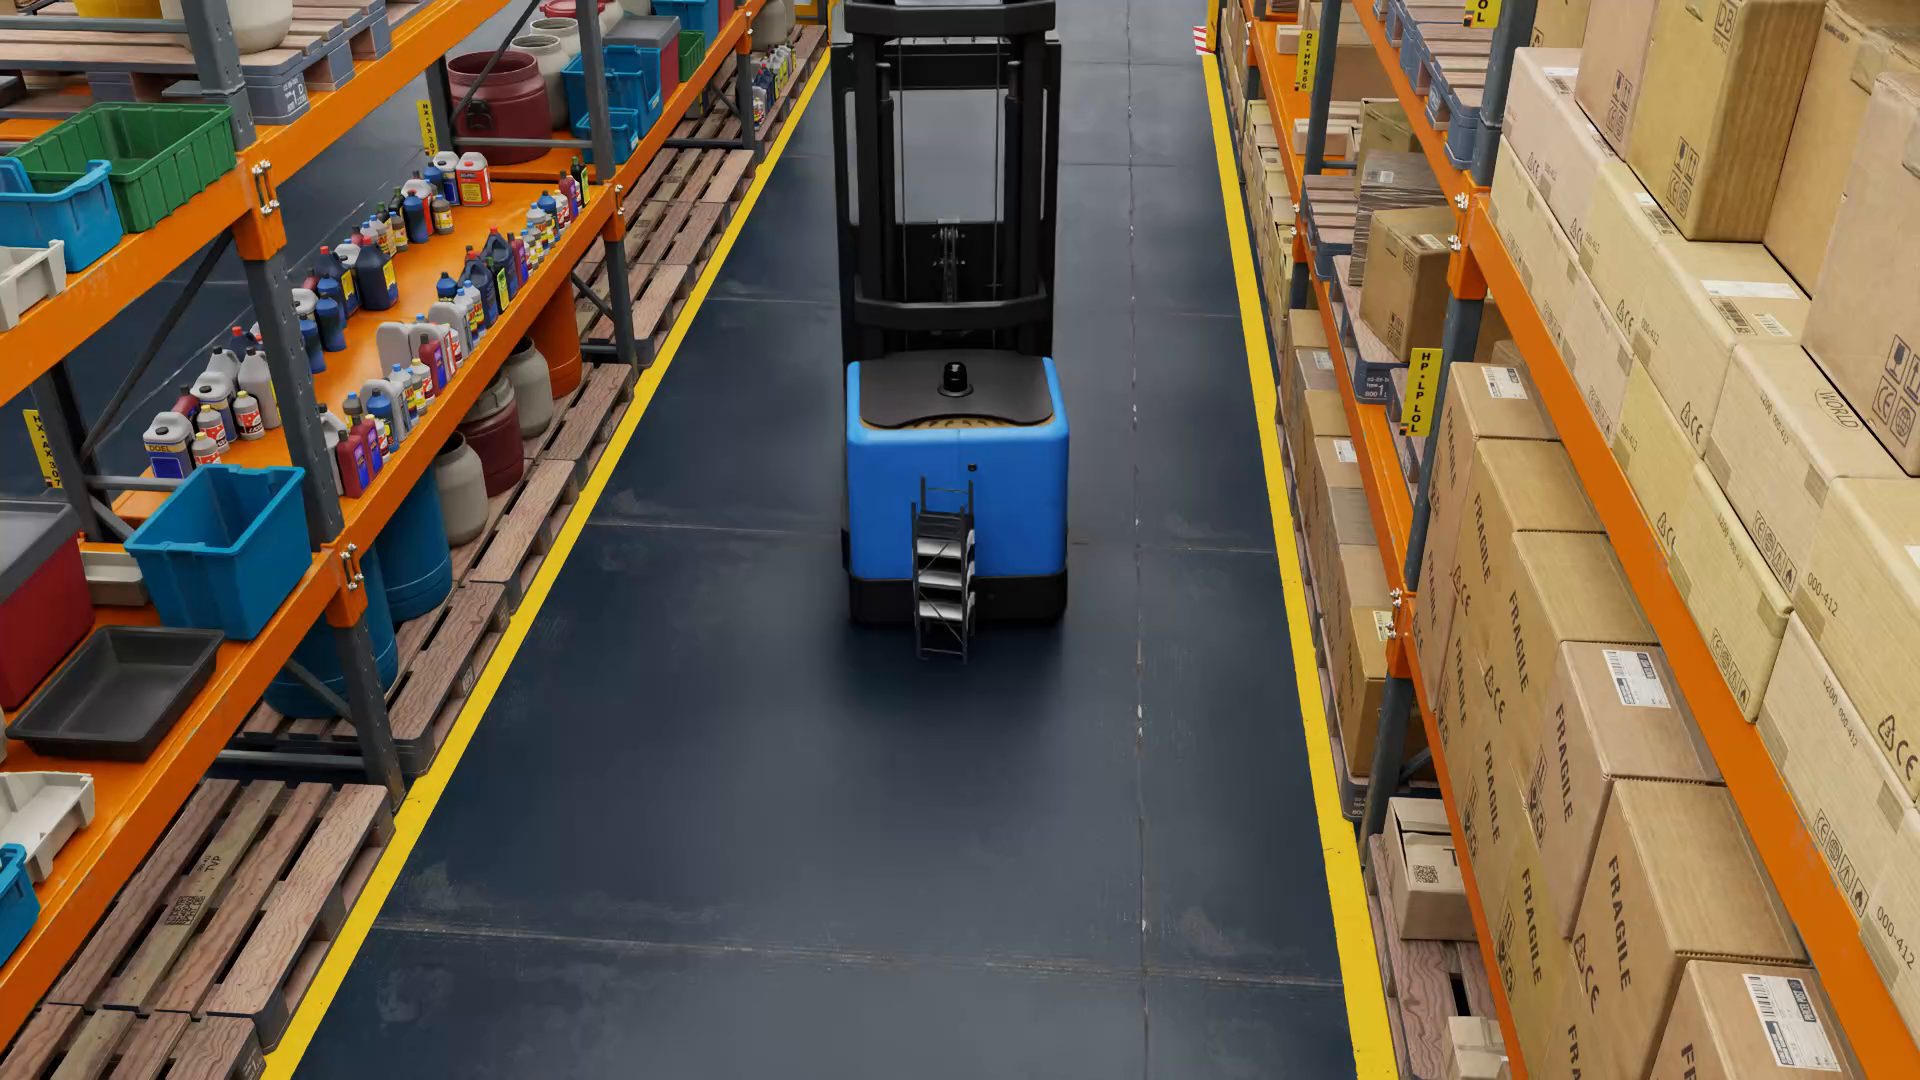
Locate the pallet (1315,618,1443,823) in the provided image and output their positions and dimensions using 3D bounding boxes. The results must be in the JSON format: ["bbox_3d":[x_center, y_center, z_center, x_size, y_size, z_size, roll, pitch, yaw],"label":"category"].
[{"bbox_3d":[2.130,0.781,7.282,1.003,0.211,1.213,2,32,4],"label":"pallet"}]

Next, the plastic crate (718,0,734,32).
[{"bbox_3d":[-1.918,-4.137,12.543,0.402,0.464,0.583,2,32,4],"label":"plastic crate"}]

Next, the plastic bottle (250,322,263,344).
[{"bbox_3d":[-3.054,-0.815,7.331,0.152,0.276,0.135,2,32,4],"label":"plastic bottle"}]

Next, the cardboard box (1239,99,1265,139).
[{"bbox_3d":[2.573,-3.422,13.665,0.500,0.250,0.500,2,32,4],"label":"cardboard box"}]

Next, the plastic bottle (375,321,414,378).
[{"bbox_3d":[-2.494,-0.856,7.399,0.152,0.276,0.135,2,32,4],"label":"plastic bottle"}]

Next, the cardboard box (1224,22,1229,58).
[{"bbox_3d":[2.776,-4.730,15.786,0.500,0.250,0.500,2,32,4],"label":"cardboard box"}]

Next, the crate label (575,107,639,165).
[{"bbox_3d":[-2.102,-2.417,9.973,0.303,0.233,0.416,2,32,4],"label":"crate label"}]

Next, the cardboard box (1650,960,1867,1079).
[{"bbox_3d":[1.578,1.136,3.000,0.500,0.500,0.500,3,32,5],"label":"cardboard box"}]

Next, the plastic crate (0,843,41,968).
[{"bbox_3d":[-2.681,0.984,4.396,0.416,0.233,0.300,2,32,4],"label":"plastic crate"}]

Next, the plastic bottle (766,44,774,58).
[{"bbox_3d":[-1.725,-4.393,15.189,0.061,0.283,0.133,2,32,4],"label":"plastic bottle"}]

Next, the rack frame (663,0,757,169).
[{"bbox_3d":[-2.184,-4.376,12.992,1.000,3.000,0.127,2,32,4],"label":"rack frame"}]

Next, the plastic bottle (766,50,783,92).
[{"bbox_3d":[-1.655,-4.161,14.748,0.144,0.351,0.185,2,32,4],"label":"plastic bottle"}]

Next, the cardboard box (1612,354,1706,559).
[{"bbox_3d":[1.691,-0.164,3.441,0.500,0.250,0.500,2,32,4],"label":"cardboard box"}]

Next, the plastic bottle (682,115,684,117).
[{"bbox_3d":[-2.419,-3.785,14.138,0.144,0.351,0.185,2,32,3],"label":"plastic bottle"}]

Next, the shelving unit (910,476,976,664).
[{"bbox_3d":[-0.072,0.148,7.638,0.258,0.900,0.210,6,37,9],"label":"shelving unit"}]

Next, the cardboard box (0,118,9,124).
[{"bbox_3d":[-7.294,-2.849,12.478,0.700,0.500,0.500,0,32,0],"label":"cardboard box"}]

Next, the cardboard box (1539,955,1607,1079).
[{"bbox_3d":[1.626,1.292,3.699,0.500,0.500,0.500,3,32,4],"label":"cardboard box"}]

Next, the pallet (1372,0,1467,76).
[{"bbox_3d":[2.306,-2.057,6.548,1.213,0.211,1.003,2,32,4],"label":"pallet"}]

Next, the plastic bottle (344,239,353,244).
[{"bbox_3d":[-2.998,-1.354,8.210,0.097,0.271,0.097,0,32,0],"label":"plastic bottle"}]

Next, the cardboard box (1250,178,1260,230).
[{"bbox_3d":[2.391,-2.432,12.058,0.500,0.250,0.500,2,32,2],"label":"cardboard box"}]

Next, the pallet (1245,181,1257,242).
[{"bbox_3d":[2.732,-2.588,12.749,1.003,0.211,1.213,2,32,4],"label":"pallet"}]

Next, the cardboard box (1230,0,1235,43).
[{"bbox_3d":[2.746,-4.787,15.164,0.500,0.500,0.500,2,32,4],"label":"cardboard box"}]

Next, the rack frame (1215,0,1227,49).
[{"bbox_3d":[3.078,-6.254,16.039,1.000,3.000,0.127,2,32,4],"label":"rack frame"}]

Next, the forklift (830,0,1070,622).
[{"bbox_3d":[-0.081,-1.595,8.545,1.130,2.935,3.031,-2,32,-3],"label":"forklift"}]

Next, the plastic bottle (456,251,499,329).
[{"bbox_3d":[-2.291,-1.188,7.866,0.144,0.351,0.185,2,32,4],"label":"plastic bottle"}]

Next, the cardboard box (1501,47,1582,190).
[{"bbox_3d":[1.814,-1.161,4.583,0.500,0.250,0.500,2,32,4],"label":"cardboard box"}]

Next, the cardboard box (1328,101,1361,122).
[{"bbox_3d":[2.475,-2.633,10.403,0.380,0.149,0.250,5,32,8],"label":"cardboard box"}]

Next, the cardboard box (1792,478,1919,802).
[{"bbox_3d":[1.604,0.145,2.462,0.500,0.250,0.500,2,32,4],"label":"cardboard box"}]

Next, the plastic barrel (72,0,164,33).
[{"bbox_3d":[-2.963,-2.215,6.046,0.600,0.588,0.600,0,32,0],"label":"plastic barrel"}]

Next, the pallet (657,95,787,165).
[{"bbox_3d":[-2.088,-3.538,14.290,1.003,0.211,1.213,2,32,4],"label":"pallet"}]

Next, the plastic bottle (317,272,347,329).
[{"bbox_3d":[-2.971,-1.133,7.852,0.097,0.271,0.097,0,32,0],"label":"plastic bottle"}]

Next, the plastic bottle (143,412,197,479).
[{"bbox_3d":[-3.125,-0.360,6.593,0.152,0.276,0.135,2,32,4],"label":"plastic bottle"}]

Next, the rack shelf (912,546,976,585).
[{"bbox_3d":[-0.073,0.102,7.604,0.258,0.077,0.200,6,37,9],"label":"rack shelf"}]

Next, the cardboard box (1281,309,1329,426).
[{"bbox_3d":[2.105,-0.968,9.425,0.500,0.500,0.500,4,32,6],"label":"cardboard box"}]

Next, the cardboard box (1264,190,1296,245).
[{"bbox_3d":[2.304,-2.138,11.046,0.500,0.311,0.500,2,32,4],"label":"cardboard box"}]

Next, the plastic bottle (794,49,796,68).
[{"bbox_3d":[-1.571,-4.484,15.416,0.097,0.201,0.097,0,32,0],"label":"plastic bottle"}]

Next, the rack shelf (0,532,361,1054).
[{"bbox_3d":[-2.998,1.159,4.695,1.077,0.370,4.000,2,32,4],"label":"rack shelf"}]

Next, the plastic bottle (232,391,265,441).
[{"bbox_3d":[-2.970,-0.523,6.930,0.097,0.201,0.097,0,32,0],"label":"plastic bottle"}]

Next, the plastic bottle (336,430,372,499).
[{"bbox_3d":[-2.380,-0.317,6.516,0.061,0.283,0.133,2,32,4],"label":"plastic bottle"}]

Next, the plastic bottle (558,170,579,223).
[{"bbox_3d":[-2.136,-1.884,9.060,0.061,0.283,0.133,2,32,4],"label":"plastic bottle"}]

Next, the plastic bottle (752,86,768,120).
[{"bbox_3d":[-1.722,-3.722,14.107,0.152,0.276,0.135,4,32,6],"label":"plastic bottle"}]

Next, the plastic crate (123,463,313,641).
[{"bbox_3d":[-2.533,0.047,5.772,0.392,0.384,0.575,2,32,4],"label":"plastic crate"}]

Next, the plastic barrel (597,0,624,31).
[{"bbox_3d":[-2.540,-3.559,11.537,0.433,0.535,0.433,0,32,0],"label":"plastic barrel"}]

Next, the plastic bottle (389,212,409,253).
[{"bbox_3d":[-2.952,-1.616,8.703,0.097,0.201,0.097,0,32,0],"label":"plastic bottle"}]

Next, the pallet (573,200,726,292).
[{"bbox_3d":[-2.306,-2.137,12.016,1.003,0.211,1.213,2,32,4],"label":"pallet"}]

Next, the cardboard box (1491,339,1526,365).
[{"bbox_3d":[2.363,-0.439,6.107,0.700,0.500,0.500,-8,33,-13],"label":"cardboard box"}]

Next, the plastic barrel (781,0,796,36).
[{"bbox_3d":[-1.836,-5.240,16.364,0.421,0.512,0.421,0,32,0],"label":"plastic barrel"}]

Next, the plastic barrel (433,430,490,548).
[{"bbox_3d":[-2.581,-0.258,8.280,0.421,0.512,0.421,0,32,0],"label":"plastic barrel"}]

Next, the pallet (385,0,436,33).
[{"bbox_3d":[-2.779,-2.397,7.101,1.003,0.211,1.213,2,32,4],"label":"pallet"}]

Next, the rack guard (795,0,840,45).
[{"bbox_3d":[-1.817,-5.362,16.974,1.175,0.500,0.348,2,32,4],"label":"rack guard"}]

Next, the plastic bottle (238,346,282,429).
[{"bbox_3d":[-2.943,-0.660,7.009,0.144,0.351,0.185,2,32,4],"label":"plastic bottle"}]

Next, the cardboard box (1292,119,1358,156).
[{"bbox_3d":[2.225,-2.446,10.099,0.380,0.149,0.250,2,32,4],"label":"cardboard box"}]

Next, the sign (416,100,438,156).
[{"bbox_3d":[-3.058,-2.374,9.587,0.100,0.325,0.005,2,32,4],"label":"sign"}]

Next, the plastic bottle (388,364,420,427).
[{"bbox_3d":[-2.351,-0.614,7.011,0.097,0.271,0.097,0,32,0],"label":"plastic bottle"}]

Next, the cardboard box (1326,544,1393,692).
[{"bbox_3d":[1.905,0.369,7.255,0.500,0.500,0.500,3,32,4],"label":"cardboard box"}]

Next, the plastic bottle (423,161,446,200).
[{"bbox_3d":[-2.904,-1.958,9.190,0.097,0.271,0.097,0,32,0],"label":"plastic bottle"}]

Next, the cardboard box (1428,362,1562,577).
[{"bbox_3d":[1.783,-0.213,5.188,0.500,0.500,0.500,3,32,5],"label":"cardboard box"}]

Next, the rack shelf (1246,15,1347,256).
[{"bbox_3d":[2.590,-2.810,11.137,1.077,0.370,4.000,2,32,4],"label":"rack shelf"}]
